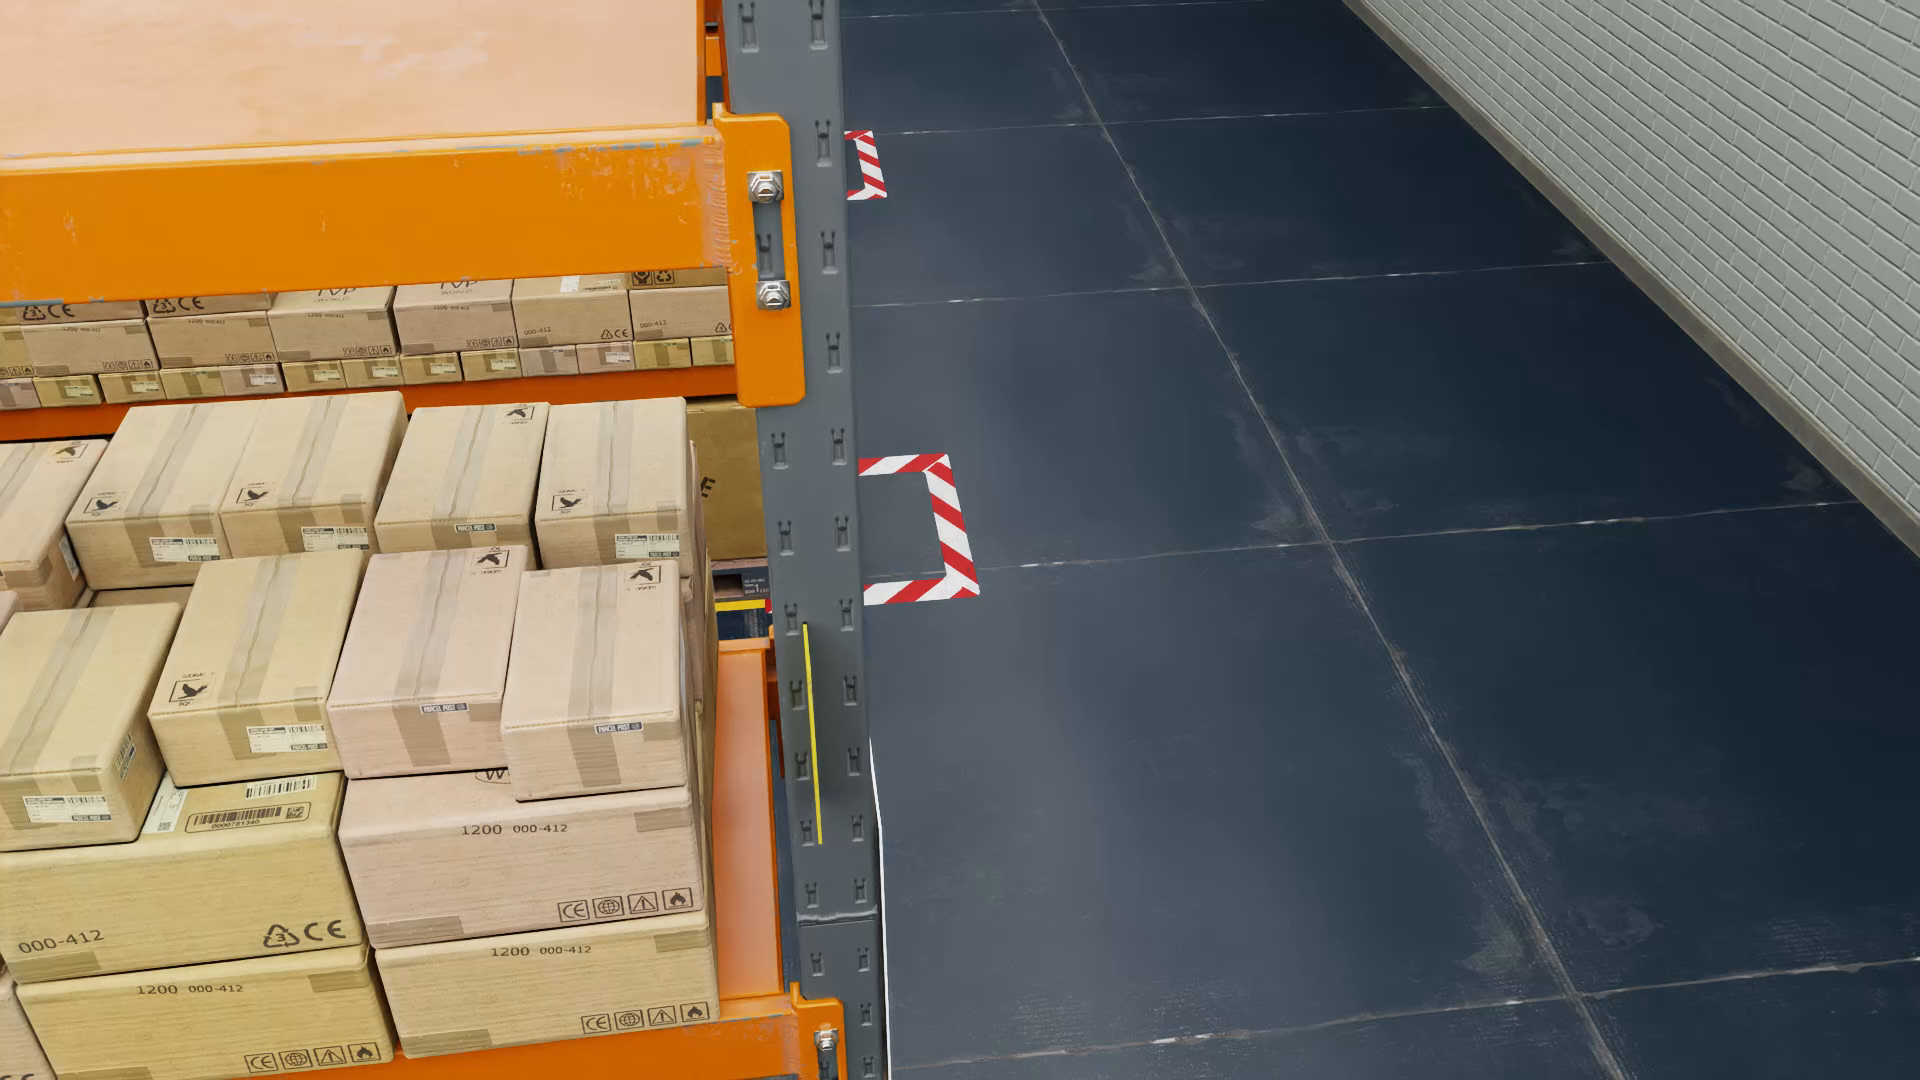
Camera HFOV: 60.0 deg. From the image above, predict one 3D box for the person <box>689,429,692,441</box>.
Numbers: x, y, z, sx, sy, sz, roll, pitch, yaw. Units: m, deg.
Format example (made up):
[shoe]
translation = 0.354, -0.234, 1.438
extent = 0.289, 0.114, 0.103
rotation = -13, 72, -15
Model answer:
[person]
translation = -1.335, 0.178, 6.993
extent = 0.538, 1.689, 0.449
rotation = -4, 35, -6
